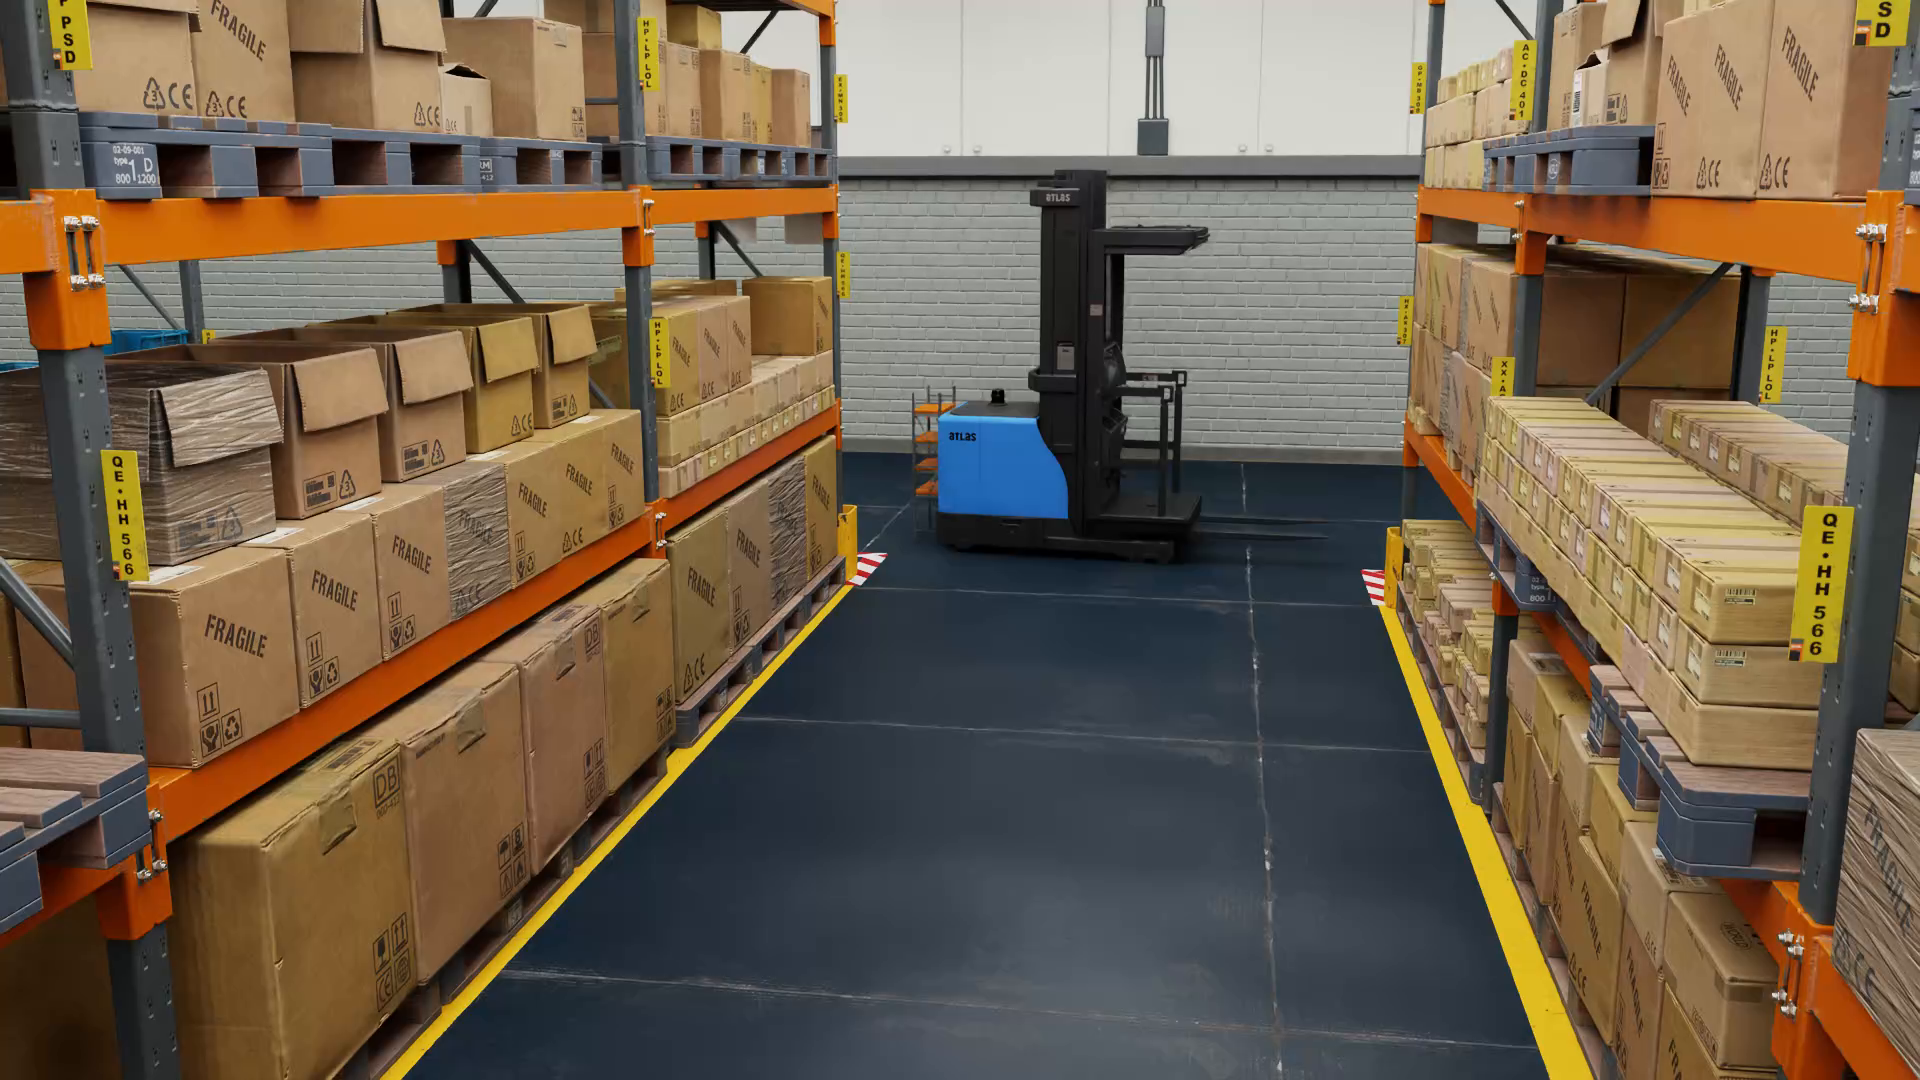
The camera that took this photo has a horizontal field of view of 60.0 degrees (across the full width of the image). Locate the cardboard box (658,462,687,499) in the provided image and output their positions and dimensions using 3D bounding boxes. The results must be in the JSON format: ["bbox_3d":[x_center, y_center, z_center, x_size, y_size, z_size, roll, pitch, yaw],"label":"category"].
[{"bbox_3d":[-1.602,-0.308,8.397,0.380,0.149,0.250,2,12,9],"label":"cardboard box"}]

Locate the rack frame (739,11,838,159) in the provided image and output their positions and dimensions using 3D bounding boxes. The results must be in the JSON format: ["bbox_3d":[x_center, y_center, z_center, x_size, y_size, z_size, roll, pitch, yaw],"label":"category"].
[{"bbox_3d":[-1.361,-4.145,11.366,1.000,3.000,0.127,2,12,9],"label":"rack frame"}]

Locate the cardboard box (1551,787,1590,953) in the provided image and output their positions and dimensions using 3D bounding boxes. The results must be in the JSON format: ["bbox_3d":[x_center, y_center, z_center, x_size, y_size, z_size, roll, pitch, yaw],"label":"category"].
[{"bbox_3d":[2.387,1.184,5.817,0.500,0.500,0.500,2,12,10],"label":"cardboard box"}]

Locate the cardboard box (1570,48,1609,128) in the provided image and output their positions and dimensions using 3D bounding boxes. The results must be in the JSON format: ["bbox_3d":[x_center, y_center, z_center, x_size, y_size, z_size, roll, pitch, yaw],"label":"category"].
[{"bbox_3d":[2.567,-1.649,6.122,0.500,0.311,0.500,2,12,8],"label":"cardboard box"}]

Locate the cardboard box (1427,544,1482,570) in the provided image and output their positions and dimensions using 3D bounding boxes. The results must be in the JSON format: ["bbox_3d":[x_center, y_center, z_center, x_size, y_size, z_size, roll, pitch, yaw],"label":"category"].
[{"bbox_3d":[3.063,0.129,10.133,0.380,0.149,0.250,1,12,6],"label":"cardboard box"}]

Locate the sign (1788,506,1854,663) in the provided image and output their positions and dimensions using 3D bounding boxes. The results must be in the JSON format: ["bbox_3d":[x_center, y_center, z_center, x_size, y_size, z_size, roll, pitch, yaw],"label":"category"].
[{"bbox_3d":[1.757,0.092,3.386,0.100,0.325,0.005,2,12,9],"label":"sign"}]

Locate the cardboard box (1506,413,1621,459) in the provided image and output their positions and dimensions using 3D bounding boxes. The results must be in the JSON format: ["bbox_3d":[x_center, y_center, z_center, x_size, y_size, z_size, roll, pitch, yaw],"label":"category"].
[{"bbox_3d":[2.316,-0.392,6.382,0.380,0.149,0.250,2,12,9],"label":"cardboard box"}]

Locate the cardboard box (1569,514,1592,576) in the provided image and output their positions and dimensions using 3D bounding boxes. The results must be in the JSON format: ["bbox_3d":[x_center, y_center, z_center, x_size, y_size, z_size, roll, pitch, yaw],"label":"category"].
[{"bbox_3d":[2.117,0.021,5.170,0.380,0.149,0.250,2,12,10],"label":"cardboard box"}]

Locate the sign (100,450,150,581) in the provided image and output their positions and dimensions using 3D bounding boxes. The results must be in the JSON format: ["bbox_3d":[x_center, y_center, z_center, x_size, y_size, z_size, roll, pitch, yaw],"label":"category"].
[{"bbox_3d":[-2.053,-0.059,4.085,0.100,0.325,0.005,2,12,9],"label":"sign"}]

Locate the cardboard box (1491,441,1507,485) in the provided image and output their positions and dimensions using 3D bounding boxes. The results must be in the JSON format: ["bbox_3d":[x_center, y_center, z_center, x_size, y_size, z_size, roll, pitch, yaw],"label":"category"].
[{"bbox_3d":[2.357,-0.305,6.680,0.380,0.149,0.250,2,12,8],"label":"cardboard box"}]

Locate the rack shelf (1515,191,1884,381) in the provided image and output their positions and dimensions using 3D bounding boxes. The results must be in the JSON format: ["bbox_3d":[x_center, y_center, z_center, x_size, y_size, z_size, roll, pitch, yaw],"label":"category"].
[{"bbox_3d":[2.602,-0.896,5.119,1.077,0.370,4.000,2,12,9],"label":"rack shelf"}]

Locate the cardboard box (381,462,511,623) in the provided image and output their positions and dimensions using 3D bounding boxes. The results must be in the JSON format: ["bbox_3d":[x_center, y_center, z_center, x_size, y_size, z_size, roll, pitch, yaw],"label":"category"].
[{"bbox_3d":[-2.016,-0.006,6.165,0.500,0.500,0.500,2,12,9],"label":"cardboard box"}]

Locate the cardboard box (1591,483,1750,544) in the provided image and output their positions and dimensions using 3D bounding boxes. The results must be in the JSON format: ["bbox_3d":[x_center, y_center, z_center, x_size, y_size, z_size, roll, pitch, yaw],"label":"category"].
[{"bbox_3d":[2.078,-0.068,4.875,0.380,0.149,0.250,2,12,9],"label":"cardboard box"}]

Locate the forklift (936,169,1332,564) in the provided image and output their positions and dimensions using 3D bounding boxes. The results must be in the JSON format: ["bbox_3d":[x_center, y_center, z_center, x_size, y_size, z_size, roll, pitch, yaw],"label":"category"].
[{"bbox_3d":[1.388,-1.375,12.917,3.031,2.935,1.130,3,12,13],"label":"forklift"}]

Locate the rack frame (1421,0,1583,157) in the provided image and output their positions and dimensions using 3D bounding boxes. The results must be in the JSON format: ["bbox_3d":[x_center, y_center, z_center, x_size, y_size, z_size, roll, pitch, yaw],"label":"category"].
[{"bbox_3d":[3.525,-3.963,10.523,1.000,3.000,0.127,2,12,9],"label":"rack frame"}]

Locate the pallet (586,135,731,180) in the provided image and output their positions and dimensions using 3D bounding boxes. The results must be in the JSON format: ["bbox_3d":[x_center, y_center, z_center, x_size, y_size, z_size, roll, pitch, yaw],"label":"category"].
[{"bbox_3d":[-1.840,-1.972,8.616,1.003,0.211,1.213,2,12,9],"label":"pallet"}]

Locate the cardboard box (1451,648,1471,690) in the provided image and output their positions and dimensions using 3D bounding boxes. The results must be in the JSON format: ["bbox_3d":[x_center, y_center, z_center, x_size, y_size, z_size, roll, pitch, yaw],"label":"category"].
[{"bbox_3d":[2.697,0.656,8.393,0.380,0.149,0.250,1,12,7],"label":"cardboard box"}]

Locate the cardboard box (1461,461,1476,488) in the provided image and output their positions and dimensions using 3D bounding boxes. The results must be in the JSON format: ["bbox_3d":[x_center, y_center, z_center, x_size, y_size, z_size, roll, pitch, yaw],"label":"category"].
[{"bbox_3d":[2.831,-0.363,8.655,0.380,0.149,0.250,1,12,6],"label":"cardboard box"}]

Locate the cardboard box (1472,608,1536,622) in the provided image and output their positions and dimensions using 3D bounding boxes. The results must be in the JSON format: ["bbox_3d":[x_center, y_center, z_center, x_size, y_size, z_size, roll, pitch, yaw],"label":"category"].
[{"bbox_3d":[2.855,0.459,8.600,0.380,0.149,0.250,2,12,11],"label":"cardboard box"}]

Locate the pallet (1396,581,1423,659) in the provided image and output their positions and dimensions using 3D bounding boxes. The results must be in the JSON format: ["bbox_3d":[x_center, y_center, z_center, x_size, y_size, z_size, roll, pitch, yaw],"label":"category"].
[{"bbox_3d":[3.353,0.516,10.596,1.003,0.211,1.213,2,12,9],"label":"pallet"}]

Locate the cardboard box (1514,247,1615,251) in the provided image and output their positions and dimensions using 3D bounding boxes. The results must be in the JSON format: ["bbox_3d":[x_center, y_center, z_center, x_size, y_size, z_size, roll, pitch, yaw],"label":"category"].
[{"bbox_3d":[3.622,-1.505,10.039,0.500,0.500,0.500,1,12,7],"label":"cardboard box"}]

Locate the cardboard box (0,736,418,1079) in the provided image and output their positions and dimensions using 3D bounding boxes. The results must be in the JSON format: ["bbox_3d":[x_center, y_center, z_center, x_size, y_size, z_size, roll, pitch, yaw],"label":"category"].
[{"bbox_3d":[-2.464,1.144,5.114,1.225,0.875,0.875,1,12,6],"label":"cardboard box"}]

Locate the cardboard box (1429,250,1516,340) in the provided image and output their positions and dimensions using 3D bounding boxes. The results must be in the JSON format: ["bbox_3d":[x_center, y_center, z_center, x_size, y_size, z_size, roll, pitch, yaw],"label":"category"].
[{"bbox_3d":[3.020,-1.416,9.626,0.500,0.500,0.500,2,12,7],"label":"cardboard box"}]

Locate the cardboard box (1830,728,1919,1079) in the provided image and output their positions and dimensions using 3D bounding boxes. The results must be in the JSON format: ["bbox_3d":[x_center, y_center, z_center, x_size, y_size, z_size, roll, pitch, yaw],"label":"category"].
[{"bbox_3d":[1.959,0.671,3.024,0.500,0.500,0.500,2,12,9],"label":"cardboard box"}]

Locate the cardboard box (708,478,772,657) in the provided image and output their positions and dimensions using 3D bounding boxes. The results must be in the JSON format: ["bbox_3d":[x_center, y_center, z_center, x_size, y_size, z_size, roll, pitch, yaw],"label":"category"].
[{"bbox_3d":[-1.657,0.132,9.809,0.875,0.875,0.875,2,12,9],"label":"cardboard box"}]

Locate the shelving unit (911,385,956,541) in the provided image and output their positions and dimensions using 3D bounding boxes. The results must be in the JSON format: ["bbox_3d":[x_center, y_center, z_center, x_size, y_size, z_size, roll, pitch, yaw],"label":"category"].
[{"bbox_3d":[-0.206,-0.634,13.581,0.258,1.200,0.503,2,12,13],"label":"shelving unit"}]

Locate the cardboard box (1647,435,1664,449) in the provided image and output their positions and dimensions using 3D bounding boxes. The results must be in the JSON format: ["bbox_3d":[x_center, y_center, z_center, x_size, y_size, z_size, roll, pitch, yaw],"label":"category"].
[{"bbox_3d":[3.044,-0.336,6.828,0.380,0.149,0.250,2,12,10],"label":"cardboard box"}]

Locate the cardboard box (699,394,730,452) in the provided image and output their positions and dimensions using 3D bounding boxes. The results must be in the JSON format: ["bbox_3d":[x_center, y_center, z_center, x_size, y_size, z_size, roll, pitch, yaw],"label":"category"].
[{"bbox_3d":[-1.563,-0.644,9.013,0.500,0.250,0.500,2,12,8],"label":"cardboard box"}]

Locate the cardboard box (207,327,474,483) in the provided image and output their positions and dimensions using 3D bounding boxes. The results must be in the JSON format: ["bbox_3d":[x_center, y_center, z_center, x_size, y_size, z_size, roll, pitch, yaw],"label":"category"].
[{"bbox_3d":[-2.263,-0.513,6.136,0.797,0.503,0.637,2,12,10],"label":"cardboard box"}]

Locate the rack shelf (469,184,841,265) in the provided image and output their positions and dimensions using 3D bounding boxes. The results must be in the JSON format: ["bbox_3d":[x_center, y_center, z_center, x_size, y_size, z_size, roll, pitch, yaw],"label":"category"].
[{"bbox_3d":[-1.668,-1.911,9.826,1.077,0.370,4.000,2,12,9],"label":"rack shelf"}]

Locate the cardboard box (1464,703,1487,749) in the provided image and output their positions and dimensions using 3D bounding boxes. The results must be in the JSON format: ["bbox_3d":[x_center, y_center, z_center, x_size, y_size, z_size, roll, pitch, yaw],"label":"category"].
[{"bbox_3d":[2.633,0.898,7.977,0.380,0.149,0.250,2,12,9],"label":"cardboard box"}]

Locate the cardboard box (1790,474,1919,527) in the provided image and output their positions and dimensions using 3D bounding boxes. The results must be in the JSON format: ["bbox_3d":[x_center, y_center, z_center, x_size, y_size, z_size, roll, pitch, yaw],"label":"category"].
[{"bbox_3d":[2.757,-0.102,5.034,0.380,0.149,0.250,2,12,10],"label":"cardboard box"}]

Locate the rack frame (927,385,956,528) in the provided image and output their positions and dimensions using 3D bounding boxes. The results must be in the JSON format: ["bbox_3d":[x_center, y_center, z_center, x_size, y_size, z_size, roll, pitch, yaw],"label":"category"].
[{"bbox_3d":[-0.150,-0.684,13.813,0.240,1.200,0.015,2,12,13],"label":"rack frame"}]

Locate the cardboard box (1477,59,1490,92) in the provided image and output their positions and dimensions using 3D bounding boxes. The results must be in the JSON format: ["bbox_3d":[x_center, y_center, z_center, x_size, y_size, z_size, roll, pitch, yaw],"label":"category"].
[{"bbox_3d":[2.861,-2.374,8.493,0.380,0.149,0.250,2,12,8],"label":"cardboard box"}]

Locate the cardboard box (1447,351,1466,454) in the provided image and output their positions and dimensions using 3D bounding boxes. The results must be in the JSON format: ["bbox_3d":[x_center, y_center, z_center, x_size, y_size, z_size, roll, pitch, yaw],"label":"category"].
[{"bbox_3d":[2.864,-0.713,8.740,0.500,0.500,0.500,2,12,8],"label":"cardboard box"}]

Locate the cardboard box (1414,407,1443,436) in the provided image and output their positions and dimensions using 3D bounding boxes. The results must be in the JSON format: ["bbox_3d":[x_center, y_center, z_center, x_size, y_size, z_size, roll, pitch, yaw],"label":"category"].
[{"bbox_3d":[3.059,-0.742,10.414,0.380,0.149,0.250,2,12,7],"label":"cardboard box"}]

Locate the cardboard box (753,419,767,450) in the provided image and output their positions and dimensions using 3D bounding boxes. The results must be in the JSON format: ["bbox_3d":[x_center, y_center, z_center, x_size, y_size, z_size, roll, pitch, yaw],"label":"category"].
[{"bbox_3d":[-1.363,-0.632,9.902,0.380,0.149,0.250,2,12,7],"label":"cardboard box"}]

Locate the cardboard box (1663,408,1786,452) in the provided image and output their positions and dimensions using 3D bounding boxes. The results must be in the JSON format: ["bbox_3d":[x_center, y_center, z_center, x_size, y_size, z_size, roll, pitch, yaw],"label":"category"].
[{"bbox_3d":[3.000,-0.425,6.534,0.380,0.149,0.250,2,12,7],"label":"cardboard box"}]

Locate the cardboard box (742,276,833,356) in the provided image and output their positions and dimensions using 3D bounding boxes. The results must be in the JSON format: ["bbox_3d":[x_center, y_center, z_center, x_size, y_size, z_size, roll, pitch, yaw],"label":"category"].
[{"bbox_3d":[-1.176,-1.541,11.393,0.500,0.500,0.500,2,12,9],"label":"cardboard box"}]

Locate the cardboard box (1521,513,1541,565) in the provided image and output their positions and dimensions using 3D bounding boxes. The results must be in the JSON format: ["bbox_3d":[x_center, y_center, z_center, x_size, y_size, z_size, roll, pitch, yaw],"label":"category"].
[{"bbox_3d":[2.237,0.002,5.964,0.380,0.149,0.250,1,12,6],"label":"cardboard box"}]

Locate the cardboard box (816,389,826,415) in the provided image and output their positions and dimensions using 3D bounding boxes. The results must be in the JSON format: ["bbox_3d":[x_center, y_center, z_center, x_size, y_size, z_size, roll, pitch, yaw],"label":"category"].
[{"bbox_3d":[-1.128,-0.950,11.380,0.380,0.149,0.250,2,12,9],"label":"cardboard box"}]

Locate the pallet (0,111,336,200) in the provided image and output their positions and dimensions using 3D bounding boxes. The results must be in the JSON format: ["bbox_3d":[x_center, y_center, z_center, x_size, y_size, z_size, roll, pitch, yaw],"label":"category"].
[{"bbox_3d":[-2.544,-1.057,4.604,1.213,0.211,1.003,2,12,11],"label":"pallet"}]

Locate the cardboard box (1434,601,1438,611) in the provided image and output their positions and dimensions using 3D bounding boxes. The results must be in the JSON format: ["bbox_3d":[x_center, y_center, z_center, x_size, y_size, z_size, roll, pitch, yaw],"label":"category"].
[{"bbox_3d":[3.044,0.471,9.956,0.380,0.149,0.250,2,12,9],"label":"cardboard box"}]

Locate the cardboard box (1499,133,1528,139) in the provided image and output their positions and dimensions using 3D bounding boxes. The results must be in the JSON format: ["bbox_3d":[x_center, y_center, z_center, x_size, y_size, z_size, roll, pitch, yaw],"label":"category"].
[{"bbox_3d":[2.718,-1.702,7.506,0.500,0.250,0.500,2,12,10],"label":"cardboard box"}]

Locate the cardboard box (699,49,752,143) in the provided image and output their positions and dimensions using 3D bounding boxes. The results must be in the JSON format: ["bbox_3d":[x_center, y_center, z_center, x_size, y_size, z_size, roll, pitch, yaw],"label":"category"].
[{"bbox_3d":[-1.607,-2.530,9.520,0.700,0.500,0.500,2,12,11],"label":"cardboard box"}]

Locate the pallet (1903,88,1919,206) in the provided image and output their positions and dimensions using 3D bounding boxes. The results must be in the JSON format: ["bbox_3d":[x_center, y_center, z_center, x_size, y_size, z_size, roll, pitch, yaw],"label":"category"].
[{"bbox_3d":[2.248,-0.603,2.501,1.213,0.211,1.003,2,12,11],"label":"pallet"}]

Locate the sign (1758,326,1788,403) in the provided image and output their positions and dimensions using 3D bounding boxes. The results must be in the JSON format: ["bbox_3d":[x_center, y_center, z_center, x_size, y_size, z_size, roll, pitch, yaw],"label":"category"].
[{"bbox_3d":[3.459,-0.747,7.089,0.100,0.325,0.005,2,12,9],"label":"sign"}]

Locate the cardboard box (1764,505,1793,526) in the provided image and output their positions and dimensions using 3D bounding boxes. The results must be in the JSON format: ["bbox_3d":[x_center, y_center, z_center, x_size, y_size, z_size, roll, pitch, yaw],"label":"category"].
[{"bbox_3d":[2.801,-0.012,5.320,0.380,0.149,0.250,2,12,11],"label":"cardboard box"}]

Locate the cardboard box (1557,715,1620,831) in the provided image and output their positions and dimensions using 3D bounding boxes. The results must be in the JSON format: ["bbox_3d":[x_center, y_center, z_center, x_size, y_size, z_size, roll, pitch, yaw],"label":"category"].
[{"bbox_3d":[2.373,0.815,5.750,0.500,0.250,0.500,2,12,11],"label":"cardboard box"}]

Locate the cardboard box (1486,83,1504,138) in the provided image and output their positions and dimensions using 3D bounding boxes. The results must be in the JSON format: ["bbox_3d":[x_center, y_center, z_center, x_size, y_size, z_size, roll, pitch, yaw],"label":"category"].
[{"bbox_3d":[2.821,-2.047,7.923,0.500,0.250,0.500,1,12,6],"label":"cardboard box"}]

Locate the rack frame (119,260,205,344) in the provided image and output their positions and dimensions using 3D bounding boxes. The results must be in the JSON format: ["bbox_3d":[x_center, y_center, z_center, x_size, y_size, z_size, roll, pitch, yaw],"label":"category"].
[{"bbox_3d":[-6.255,-1.373,12.743,1.000,3.000,0.127,2,12,9],"label":"rack frame"}]

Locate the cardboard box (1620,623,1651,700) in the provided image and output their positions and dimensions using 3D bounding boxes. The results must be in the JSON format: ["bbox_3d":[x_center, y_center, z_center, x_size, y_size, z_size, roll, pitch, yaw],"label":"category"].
[{"bbox_3d":[1.995,0.330,4.443,0.380,0.149,0.250,2,12,10],"label":"cardboard box"}]

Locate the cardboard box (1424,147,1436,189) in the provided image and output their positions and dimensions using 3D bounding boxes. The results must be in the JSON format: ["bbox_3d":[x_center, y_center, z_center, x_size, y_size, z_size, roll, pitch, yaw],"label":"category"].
[{"bbox_3d":[3.203,-2.338,10.459,0.500,0.250,0.500,2,12,11],"label":"cardboard box"}]
